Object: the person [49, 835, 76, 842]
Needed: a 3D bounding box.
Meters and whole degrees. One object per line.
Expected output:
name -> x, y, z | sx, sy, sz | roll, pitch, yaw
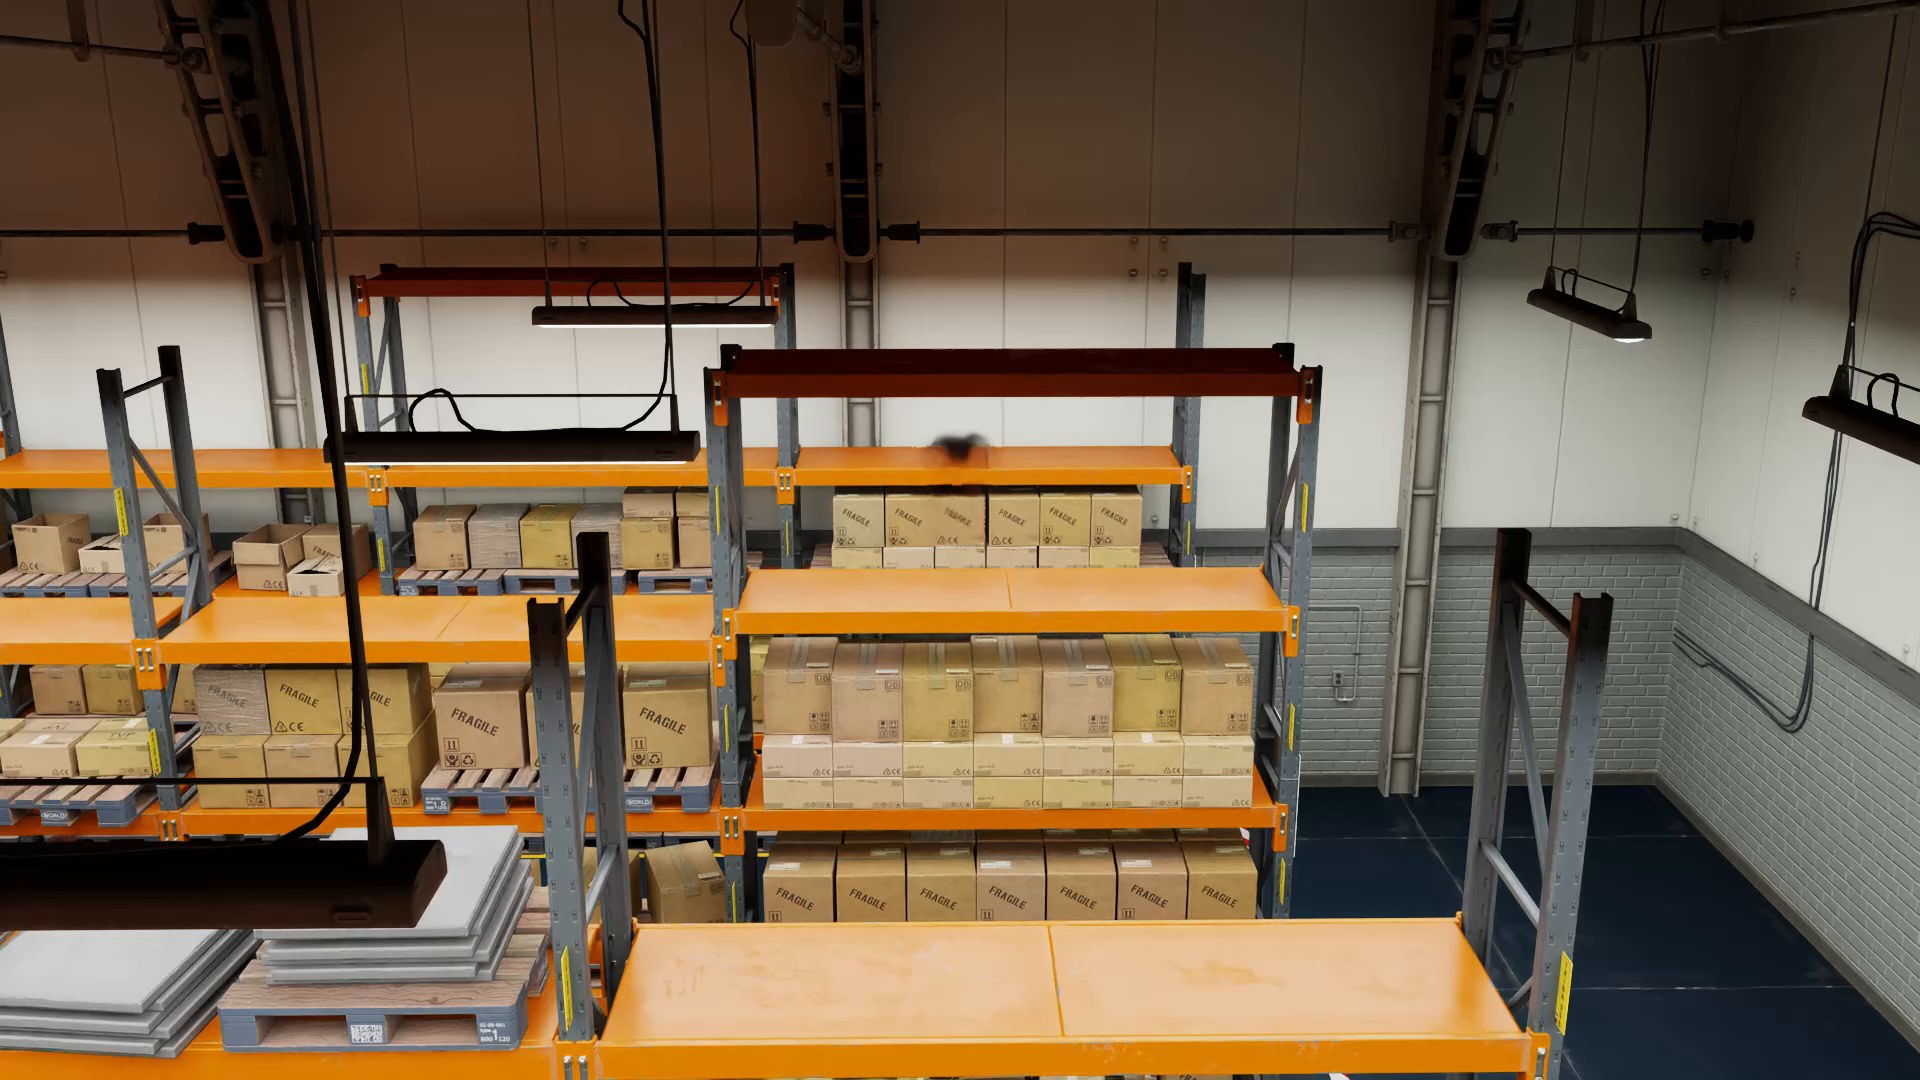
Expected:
person -> -7.718, 3.249, 14.528 | 0.487, 1.603, 0.374 | -2, 16, -6
